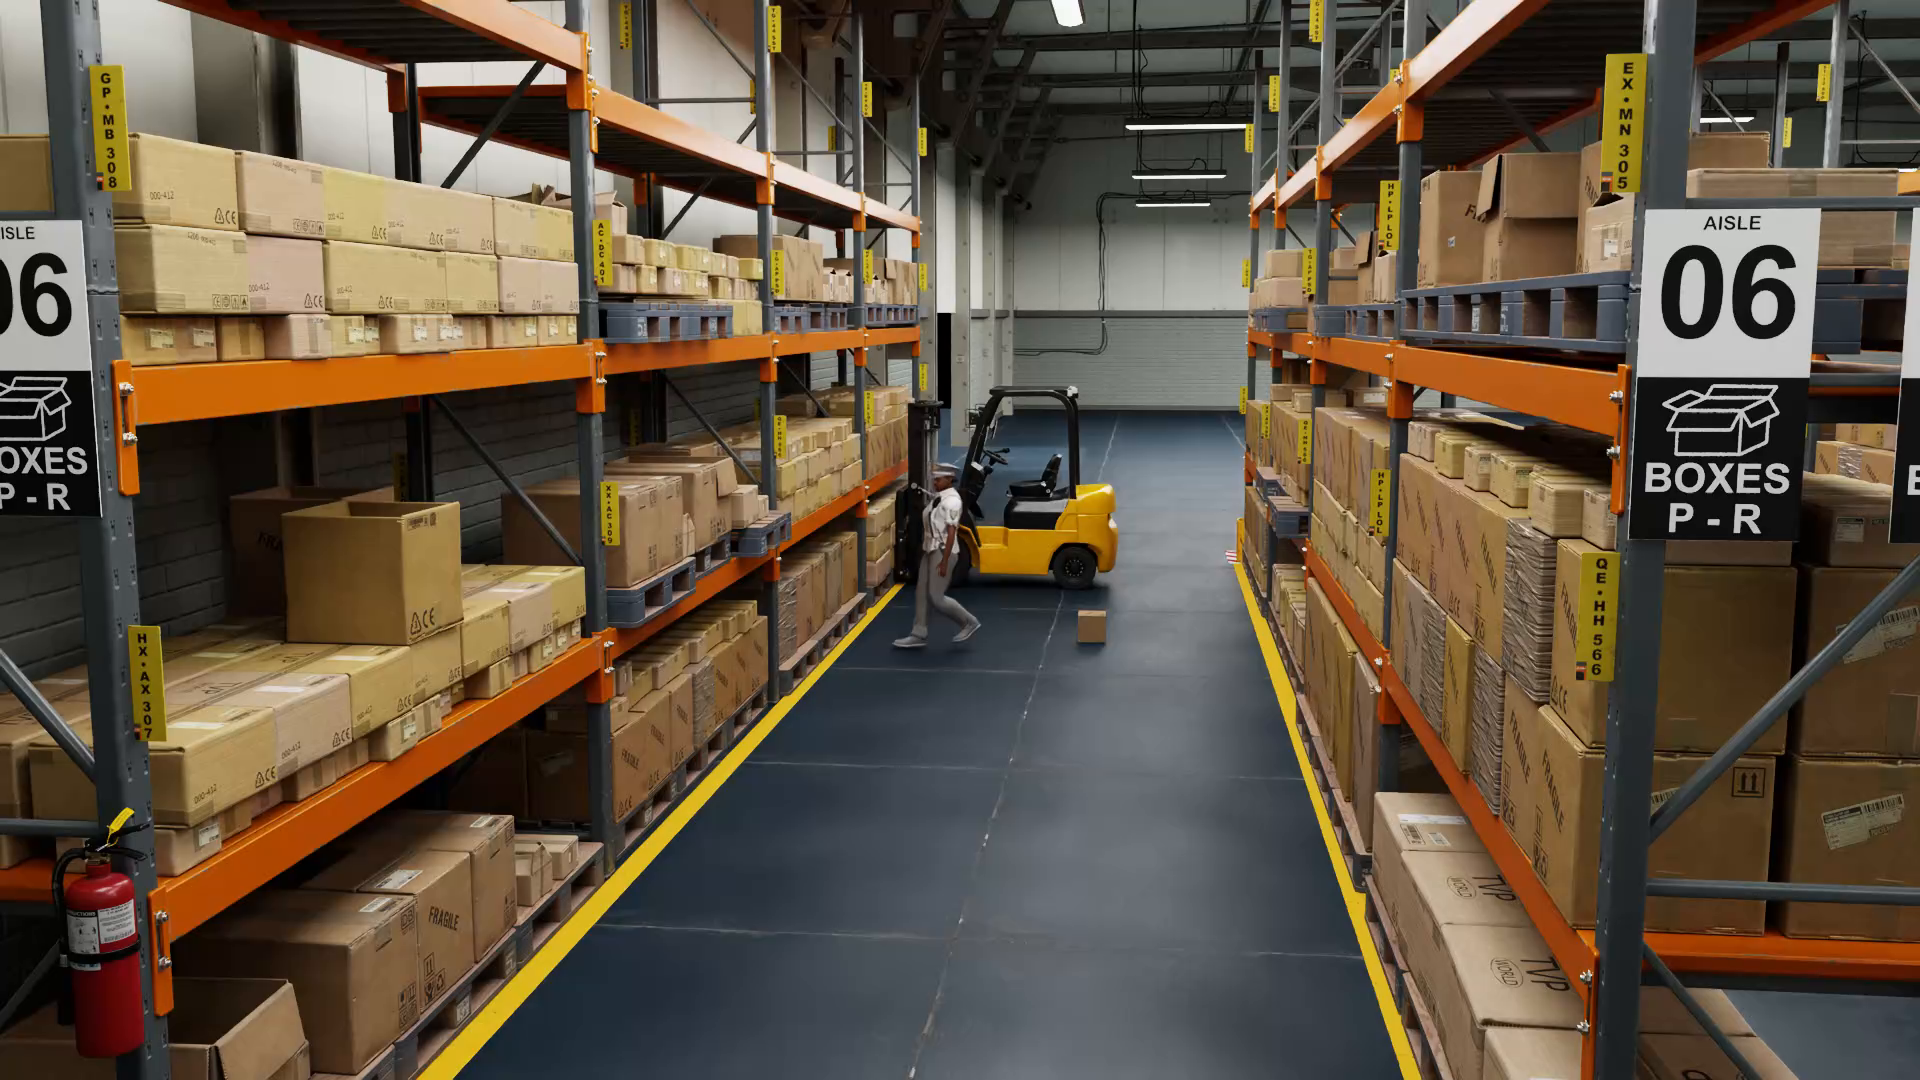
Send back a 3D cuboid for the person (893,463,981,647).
[{"bbox_3d":[-0.208,0.137,14.691,0.735,1.645,0.471,-2,8,-17],"label":"person"}]
